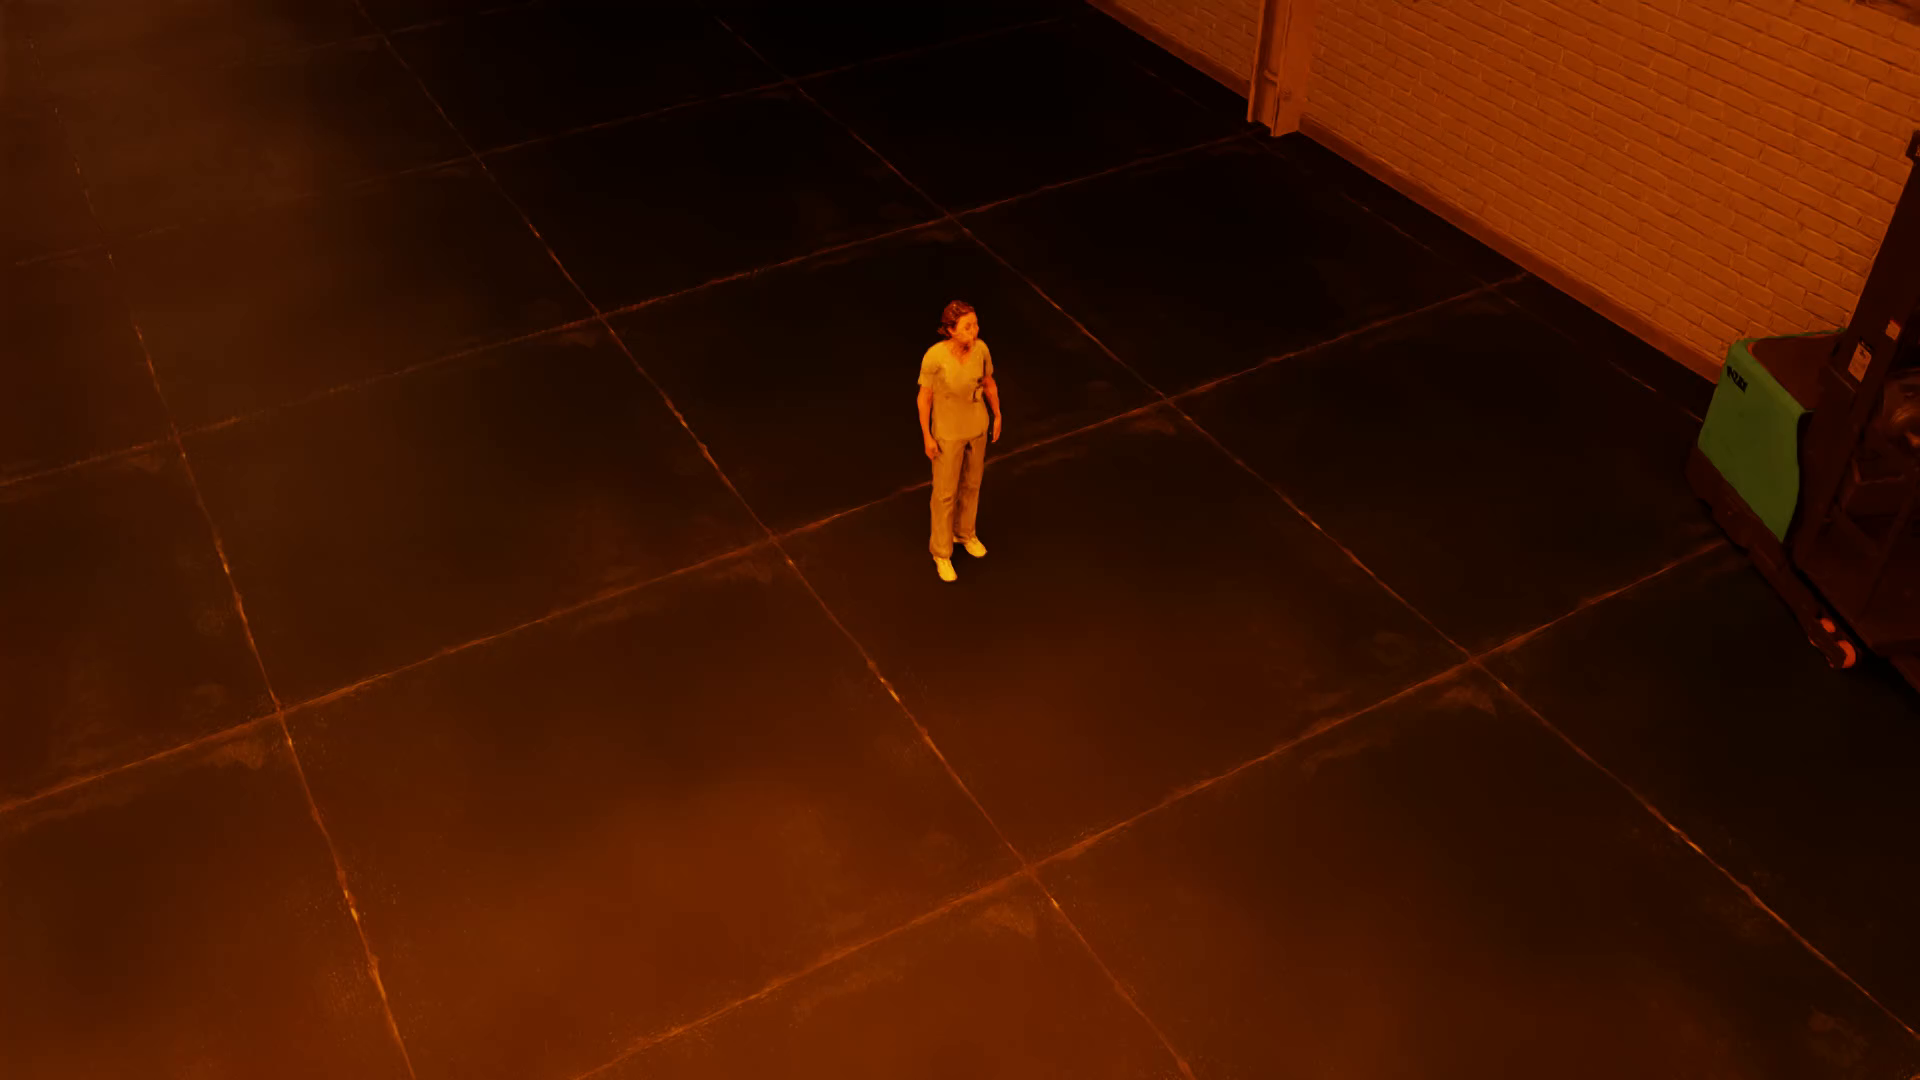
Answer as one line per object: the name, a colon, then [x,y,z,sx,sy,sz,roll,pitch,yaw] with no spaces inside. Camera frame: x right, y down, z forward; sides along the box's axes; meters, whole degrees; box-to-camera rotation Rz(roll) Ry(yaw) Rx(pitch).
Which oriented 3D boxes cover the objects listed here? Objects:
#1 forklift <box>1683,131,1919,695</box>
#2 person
forklift: [5.434,-0.648,8.818,1.130,2.935,3.031,-7,40,-8]
person: [0.026,-0.606,9.738,0.550,1.674,0.548,-20,44,-23]
